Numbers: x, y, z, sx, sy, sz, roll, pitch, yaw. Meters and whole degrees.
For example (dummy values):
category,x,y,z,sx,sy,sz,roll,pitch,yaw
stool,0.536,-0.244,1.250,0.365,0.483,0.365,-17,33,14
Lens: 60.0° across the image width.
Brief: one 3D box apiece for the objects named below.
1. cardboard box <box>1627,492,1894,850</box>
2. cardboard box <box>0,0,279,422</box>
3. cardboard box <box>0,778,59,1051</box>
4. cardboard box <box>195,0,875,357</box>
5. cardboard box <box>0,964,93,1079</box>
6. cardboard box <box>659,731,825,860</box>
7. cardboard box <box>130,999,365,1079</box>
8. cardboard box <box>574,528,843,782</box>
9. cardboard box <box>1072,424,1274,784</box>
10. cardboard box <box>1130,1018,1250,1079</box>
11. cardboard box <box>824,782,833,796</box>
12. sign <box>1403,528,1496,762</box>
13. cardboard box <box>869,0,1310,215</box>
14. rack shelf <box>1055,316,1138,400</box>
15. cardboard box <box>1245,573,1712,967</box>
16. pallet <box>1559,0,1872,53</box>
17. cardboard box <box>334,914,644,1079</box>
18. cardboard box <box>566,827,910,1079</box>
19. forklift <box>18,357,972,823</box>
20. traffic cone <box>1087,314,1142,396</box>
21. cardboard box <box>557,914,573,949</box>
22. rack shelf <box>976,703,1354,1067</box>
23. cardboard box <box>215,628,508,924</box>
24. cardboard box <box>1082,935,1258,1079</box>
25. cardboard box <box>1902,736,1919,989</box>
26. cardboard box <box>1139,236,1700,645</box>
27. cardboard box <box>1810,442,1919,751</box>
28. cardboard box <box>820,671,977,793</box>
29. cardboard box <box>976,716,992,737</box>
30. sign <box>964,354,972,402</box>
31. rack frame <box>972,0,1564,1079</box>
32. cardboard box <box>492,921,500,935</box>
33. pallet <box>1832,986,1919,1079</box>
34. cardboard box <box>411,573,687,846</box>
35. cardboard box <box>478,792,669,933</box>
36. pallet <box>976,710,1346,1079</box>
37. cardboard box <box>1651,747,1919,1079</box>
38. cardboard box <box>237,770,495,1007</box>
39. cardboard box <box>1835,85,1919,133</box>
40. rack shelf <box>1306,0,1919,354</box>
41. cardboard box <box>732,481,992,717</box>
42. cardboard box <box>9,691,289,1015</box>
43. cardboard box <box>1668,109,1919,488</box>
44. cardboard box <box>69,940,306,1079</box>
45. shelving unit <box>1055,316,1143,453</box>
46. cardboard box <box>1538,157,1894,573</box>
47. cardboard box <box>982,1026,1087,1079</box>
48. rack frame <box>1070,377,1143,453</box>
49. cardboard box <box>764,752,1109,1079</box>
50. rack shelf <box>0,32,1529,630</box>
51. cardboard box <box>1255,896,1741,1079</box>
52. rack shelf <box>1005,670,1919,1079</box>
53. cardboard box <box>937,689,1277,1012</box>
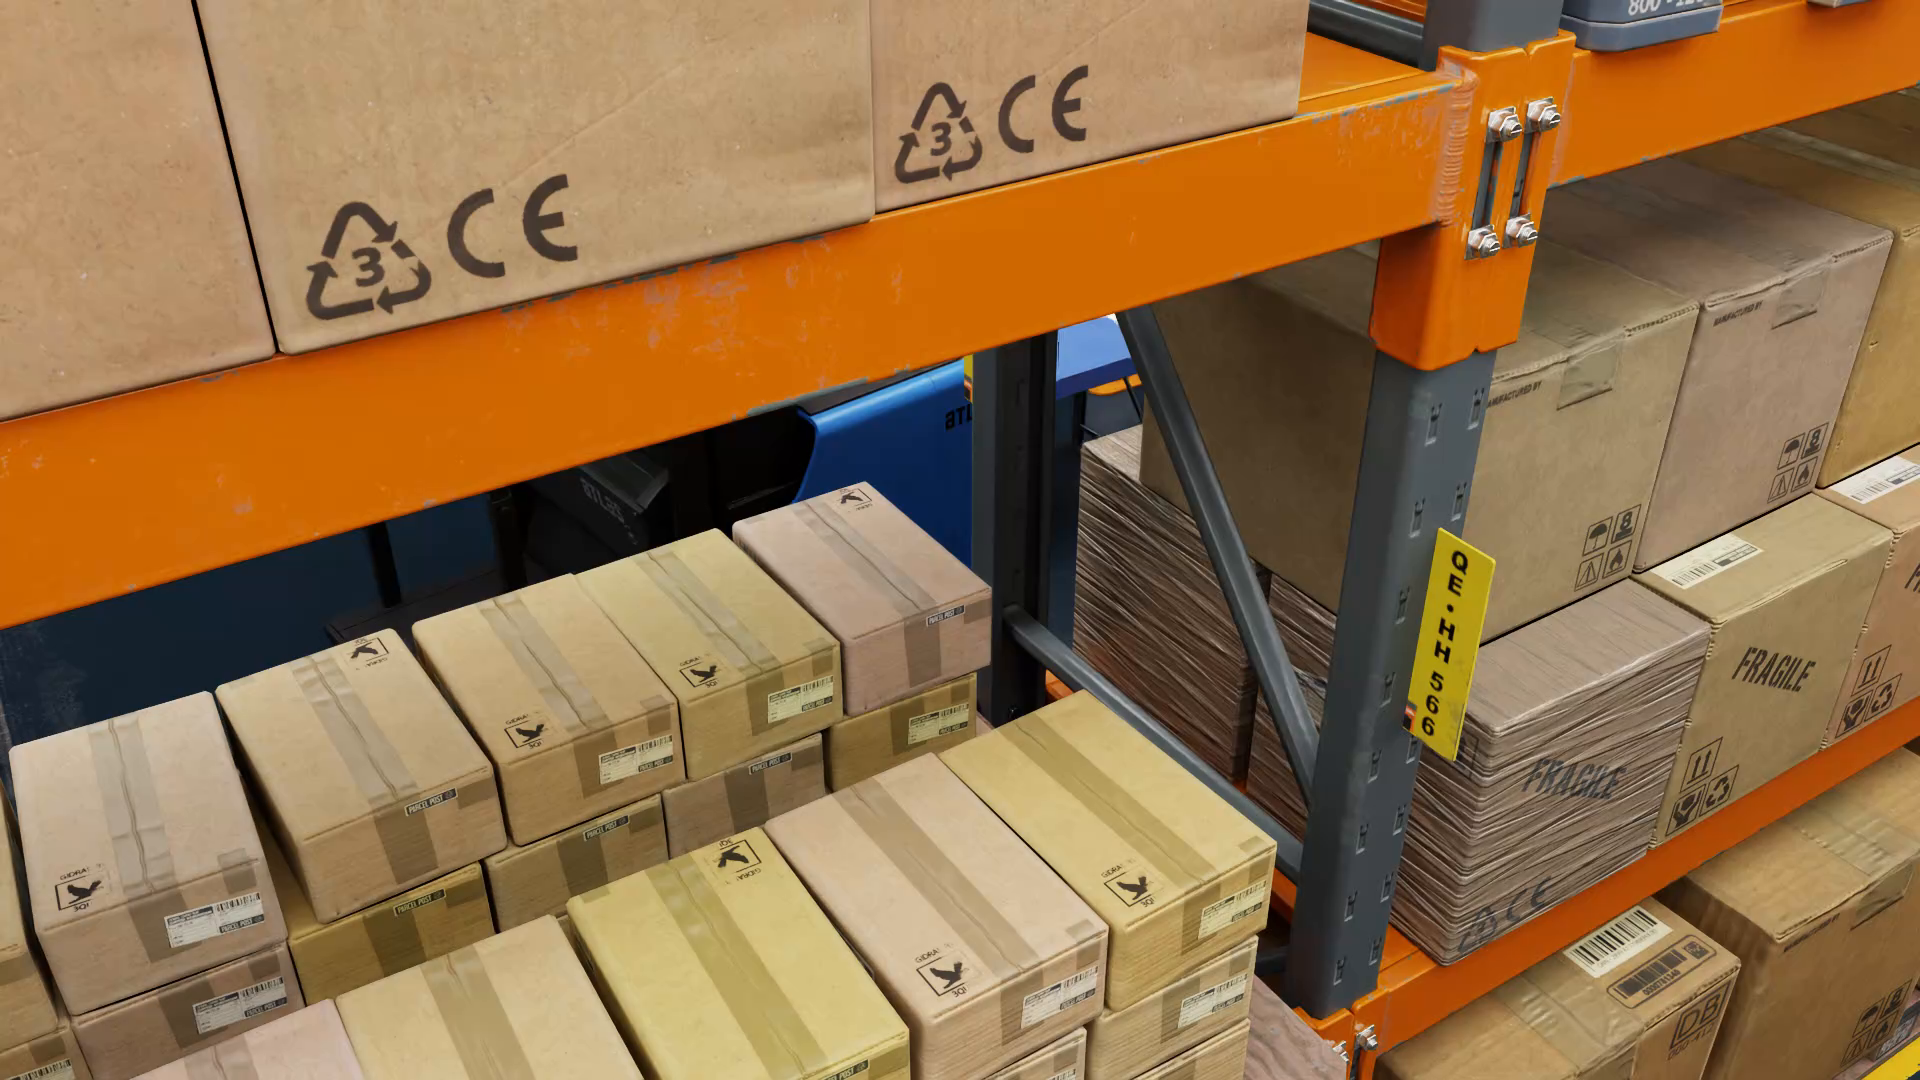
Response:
category,x,y,z,sx,sy,sz,roll,pitch,yaw
cardboard box,1.290,0.158,3.094,0.500,0.500,0.500,-19,37,-28
cardboard box,-0.838,-0.382,1.138,0.500,0.500,0.500,-19,37,-27
cardboard box,-1.257,0.462,1.991,0.250,0.149,0.380,-18,36,-26
cardboard box,-0.415,-0.524,1.364,0.500,0.500,0.500,-19,37,-27
cardboard box,-1.256,0.583,2.078,0.250,0.149,0.380,-19,37,-28
cardboard box,-0.401,0.289,2.543,0.250,0.149,0.380,-17,36,-25
cardboard box,-0.684,0.675,1.653,0.250,0.149,0.380,-19,37,-27
cardboard box,-0.377,0.160,2.469,0.250,0.149,0.380,-20,37,-29
cardboard box,0.574,0.064,3.243,0.500,0.500,0.500,-19,37,-27
cardboard box,0.175,0.635,2.274,0.250,0.149,0.380,-18,37,-27
cardboard box,-0.371,0.402,2.643,0.250,0.149,0.380,-17,36,-25
sign,0.642,0.142,2.203,0.005,0.325,0.100,-19,37,-27
cardboard box,-0.002,-0.675,1.603,0.500,0.500,0.500,-19,37,-27
rack shelf,0.226,-0.619,6.136,1.000,0.185,0.538,-20,38,-31
cardboard box,0.864,0.306,2.859,0.500,0.500,0.500,-19,37,-27
pallet,0.853,-1.041,2.455,1.003,0.211,1.213,-17,36,-25
cardboard box,-0.478,0.608,1.759,0.250,0.149,0.380,-18,36,-26
cardboard box,-0.256,0.529,1.884,0.250,0.149,0.380,-18,36,-26
forklift,-1.273,-0.625,4.493,3.031,2.935,1.130,-24,40,-33
traffic cone,0.652,-0.930,7.291,0.334,0.463,0.336,-19,37,-27
cardboard box,-0.597,0.480,2.519,0.250,0.149,0.380,-17,36,-25
rack shelf,-1.341,1.240,2.148,4.000,0.370,1.077,-19,37,-27
cardboard box,-0.809,0.305,2.239,0.250,0.149,0.380,-21,38,-29
cardboard box,0.172,0.507,2.198,0.250,0.149,0.380,-18,37,-26
cardboard box,2.417,0.472,4.406,0.750,0.750,1.050,-19,37,-27
cardboard box,0.723,-0.233,2.777,0.500,0.500,0.700,-19,37,-28
cardboard box,1.714,0.012,3.325,0.500,0.500,0.500,-19,37,-27
cardboard box,-0.174,0.210,2.669,0.250,0.149,0.380,-17,36,-25
cardboard box,-0.145,0.325,2.766,0.250,0.149,0.380,-20,37,-28
sign,0.037,-0.380,2.956,0.005,0.325,0.100,-19,37,-27
rack frame,0.342,0.359,2.870,0.053,2.616,0.949,-19,37,-27
cardboard box,-0.823,0.559,2.394,0.250,0.149,0.380,-17,36,-25
pallet,2.068,0.992,4.479,1.213,0.211,1.003,-19,37,-27
cardboard box,-0.586,0.229,2.360,0.250,0.149,0.380,-19,37,-28
cardboard box,-0.624,0.368,2.419,0.250,0.149,0.380,-20,37,-29
pallet,-0.201,0.692,2.521,1.003,0.211,1.213,-19,37,-27
cardboard box,1.634,0.741,3.978,0.750,0.750,1.050,-18,37,-27
cardboard box,-0.836,0.441,2.303,0.250,0.149,0.380,-19,37,-27
cardboard box,2.007,-0.677,3.481,0.500,0.500,0.700,-19,37,-28
rack shelf,2.021,-1.185,3.180,4.000,0.370,1.077,-19,37,-27
cardboard box,-0.157,0.082,2.592,0.250,0.149,0.380,-19,37,-27
cardboard box,-1.035,0.384,2.114,0.250,0.149,0.380,-17,36,-25
cardboard box,1.578,-0.529,3.247,0.500,0.500,0.700,-20,37,-28
cardboard box,-1.046,0.512,2.189,0.250,0.149,0.380,-19,37,-27
shelving unit,0.230,-0.773,6.042,1.048,1.500,0.538,-20,38,-31
cardboard box,1.148,-0.380,3.010,0.500,0.500,0.700,-20,37,-28
cardboard box,-0.052,0.585,2.074,0.250,0.149,0.380,-18,36,-26
rack frame,0.637,-0.922,6.307,0.032,1.500,0.500,-20,38,-31
cardboard box,-0.035,0.453,2.004,0.250,0.149,0.380,-19,37,-28
rack shelf,-1.341,-0.029,1.347,4.000,0.370,1.077,-19,37,-27
cardboard box,0.901,0.995,3.575,0.750,0.750,1.050,-20,37,-28
rack shelf,2.021,0.083,3.981,4.000,0.370,1.077,-19,37,-27
cardboard box,0.177,0.382,2.118,0.250,0.149,0.380,-21,38,-29
